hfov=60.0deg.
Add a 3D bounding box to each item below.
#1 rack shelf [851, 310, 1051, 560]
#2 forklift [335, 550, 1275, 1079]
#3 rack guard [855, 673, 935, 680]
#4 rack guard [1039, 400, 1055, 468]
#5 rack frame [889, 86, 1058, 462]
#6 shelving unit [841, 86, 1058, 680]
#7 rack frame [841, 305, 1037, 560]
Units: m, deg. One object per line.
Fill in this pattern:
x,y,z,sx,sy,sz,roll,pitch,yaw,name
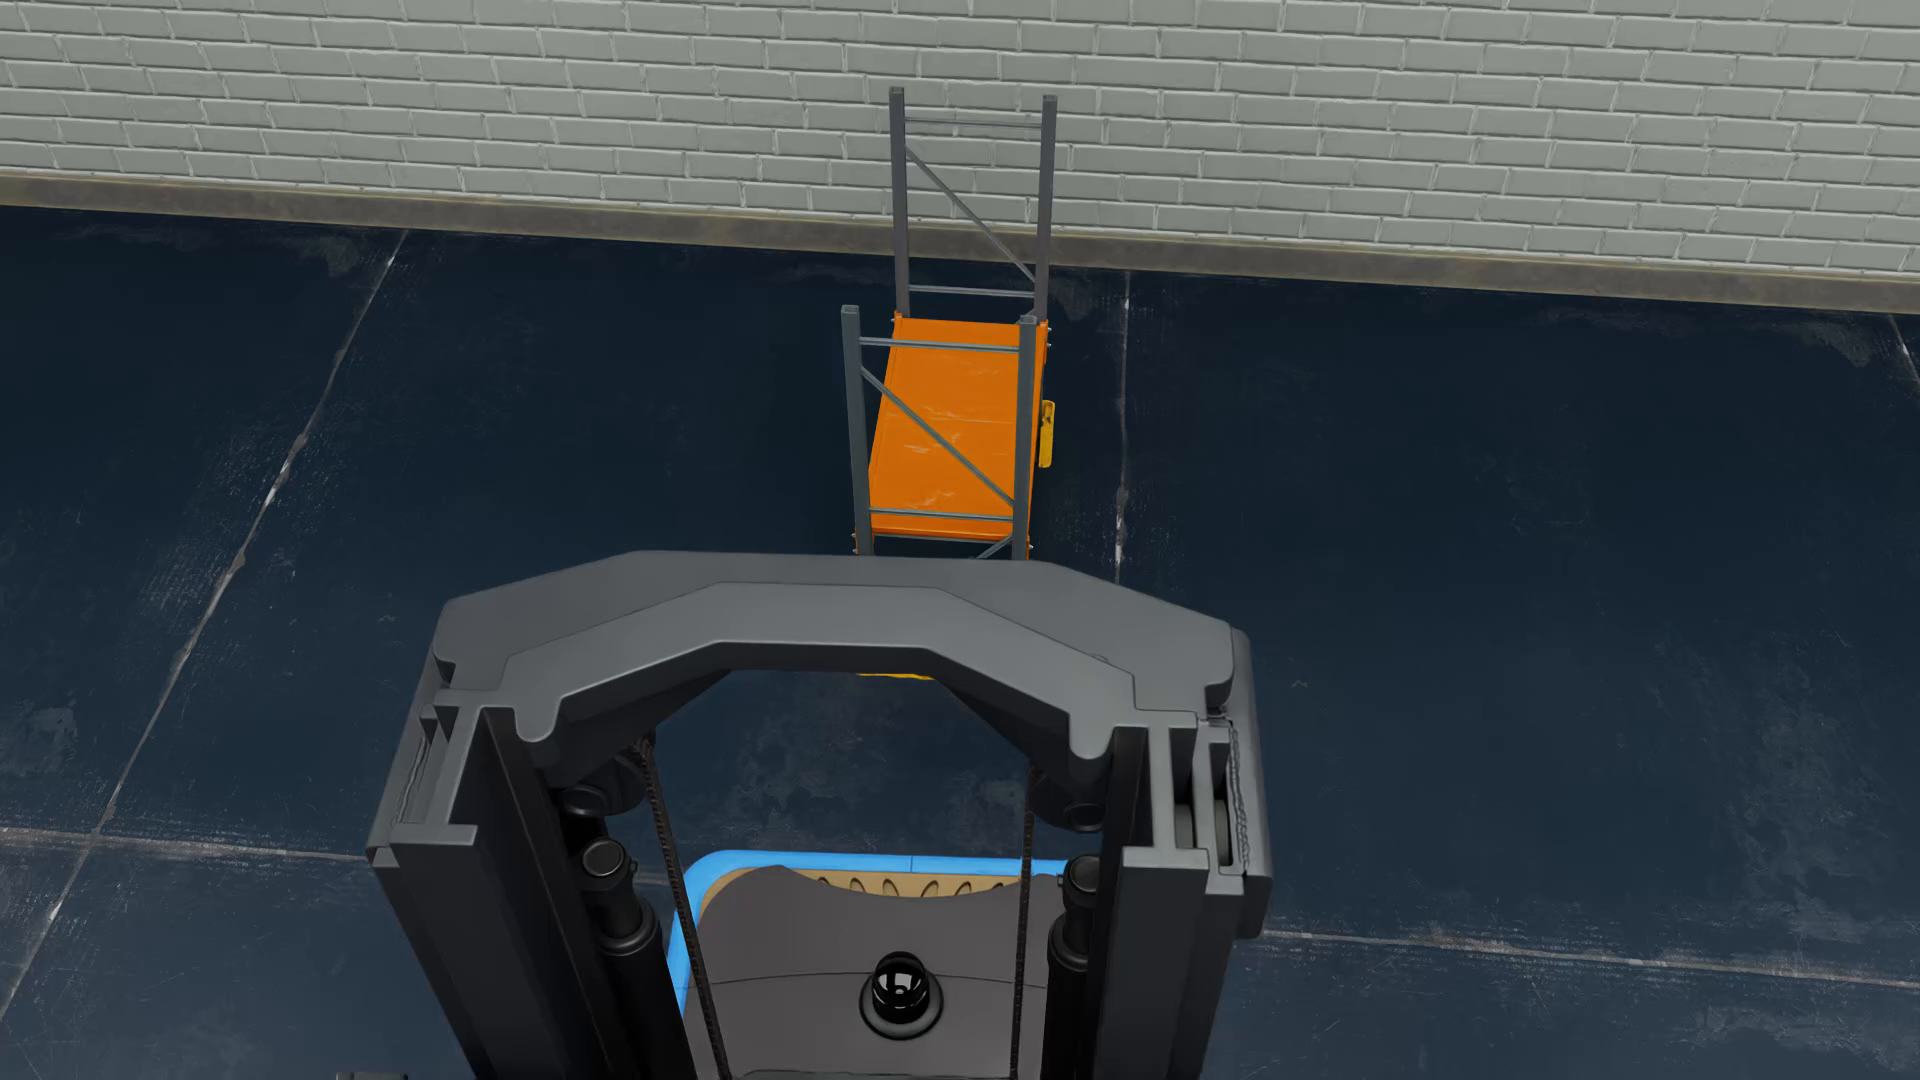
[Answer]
-0.008,-0.322,5.272,0.538,0.185,1.000,4,48,4,rack shelf
-0.161,1.521,2.373,1.130,2.935,3.031,2,48,1,forklift
-0.052,0.338,5.272,0.587,0.250,0.087,4,48,4,rack guard
0.038,-0.394,5.941,0.587,0.250,0.087,4,48,4,rack guard
0.039,-0.817,5.481,0.500,1.500,0.032,4,48,4,rack frame
-0.007,-0.450,5.145,0.587,1.500,1.083,4,48,4,shelving unit
-0.054,-0.070,4.798,0.500,1.500,0.032,4,48,4,rack frame
